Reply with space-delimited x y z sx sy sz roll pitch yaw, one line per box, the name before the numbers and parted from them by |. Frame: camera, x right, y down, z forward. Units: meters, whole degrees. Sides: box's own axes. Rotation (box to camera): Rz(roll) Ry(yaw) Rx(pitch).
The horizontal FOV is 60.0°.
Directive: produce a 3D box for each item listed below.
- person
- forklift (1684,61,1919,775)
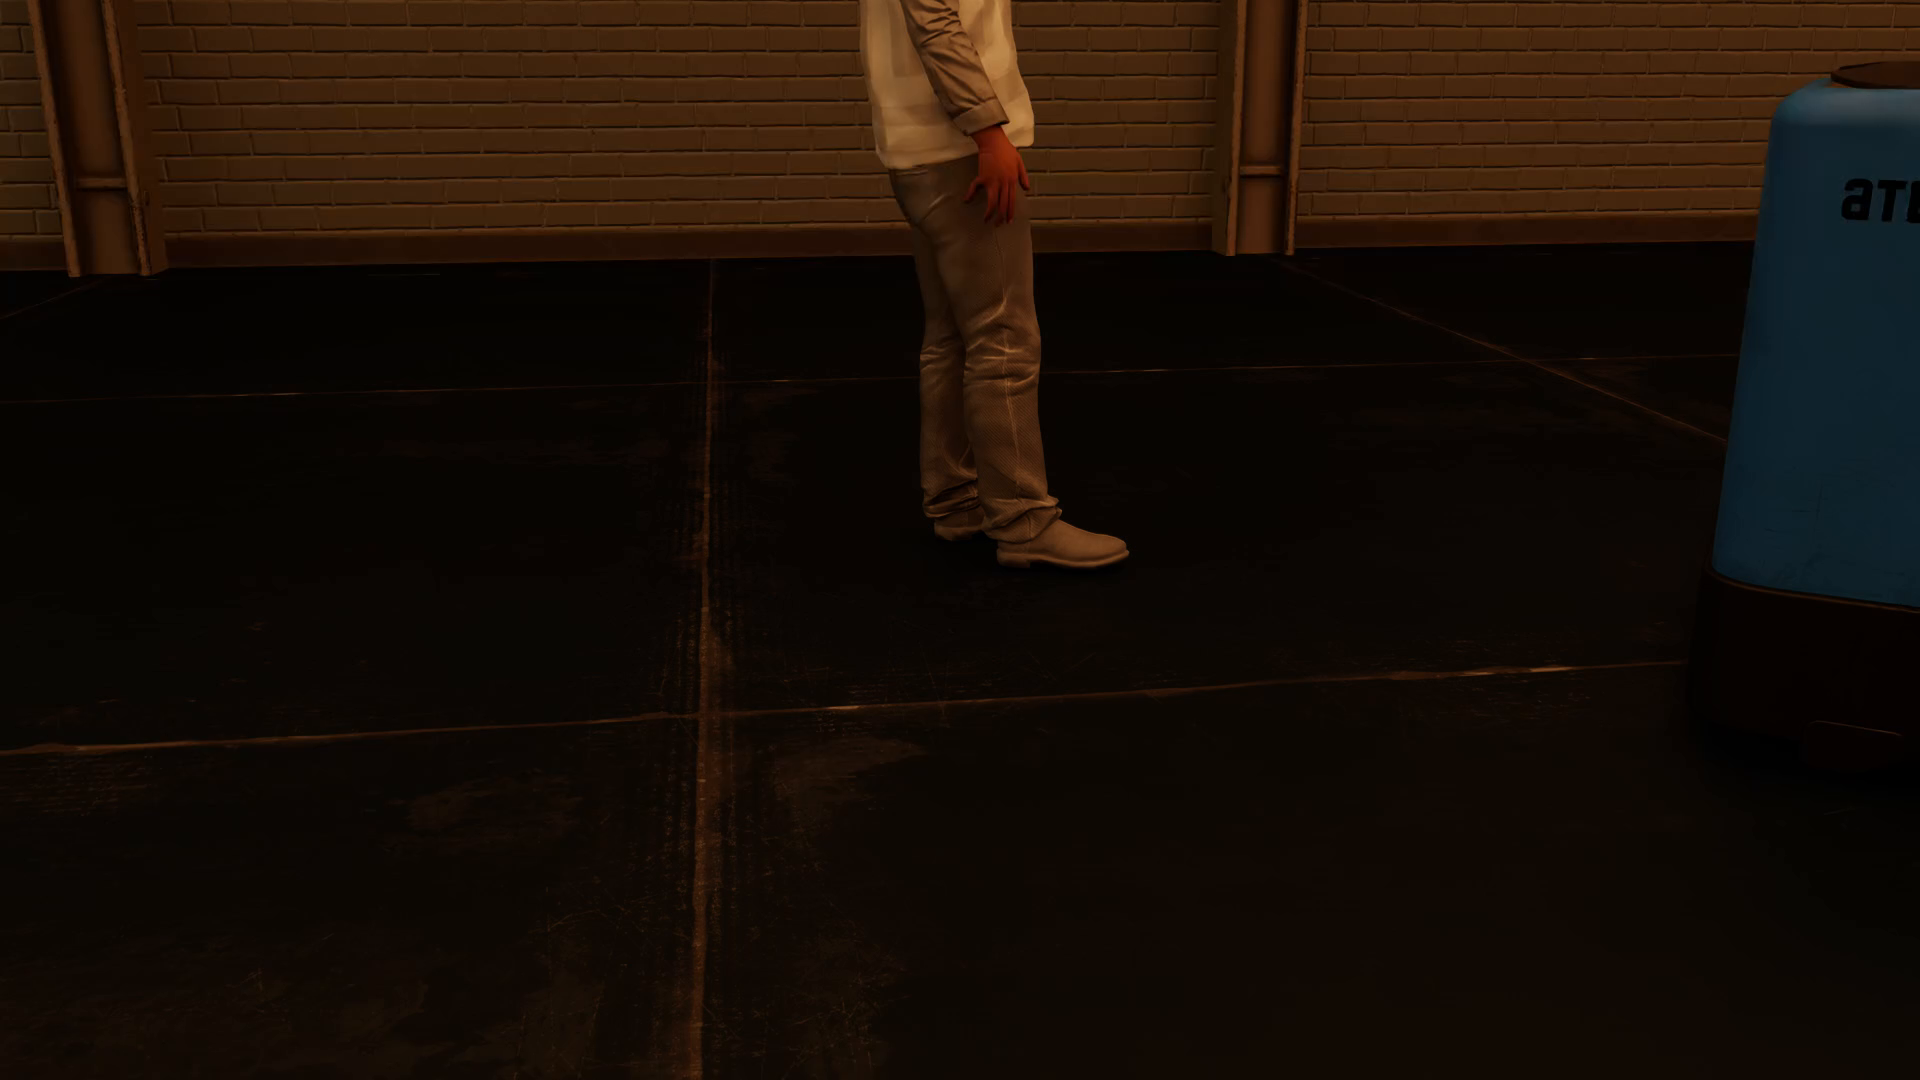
person | 0.063 -0.855 3.710 0.566 1.770 0.634 -2 17 -8
forklift | 2.764 -0.965 2.090 3.031 2.935 1.130 9 19 27
